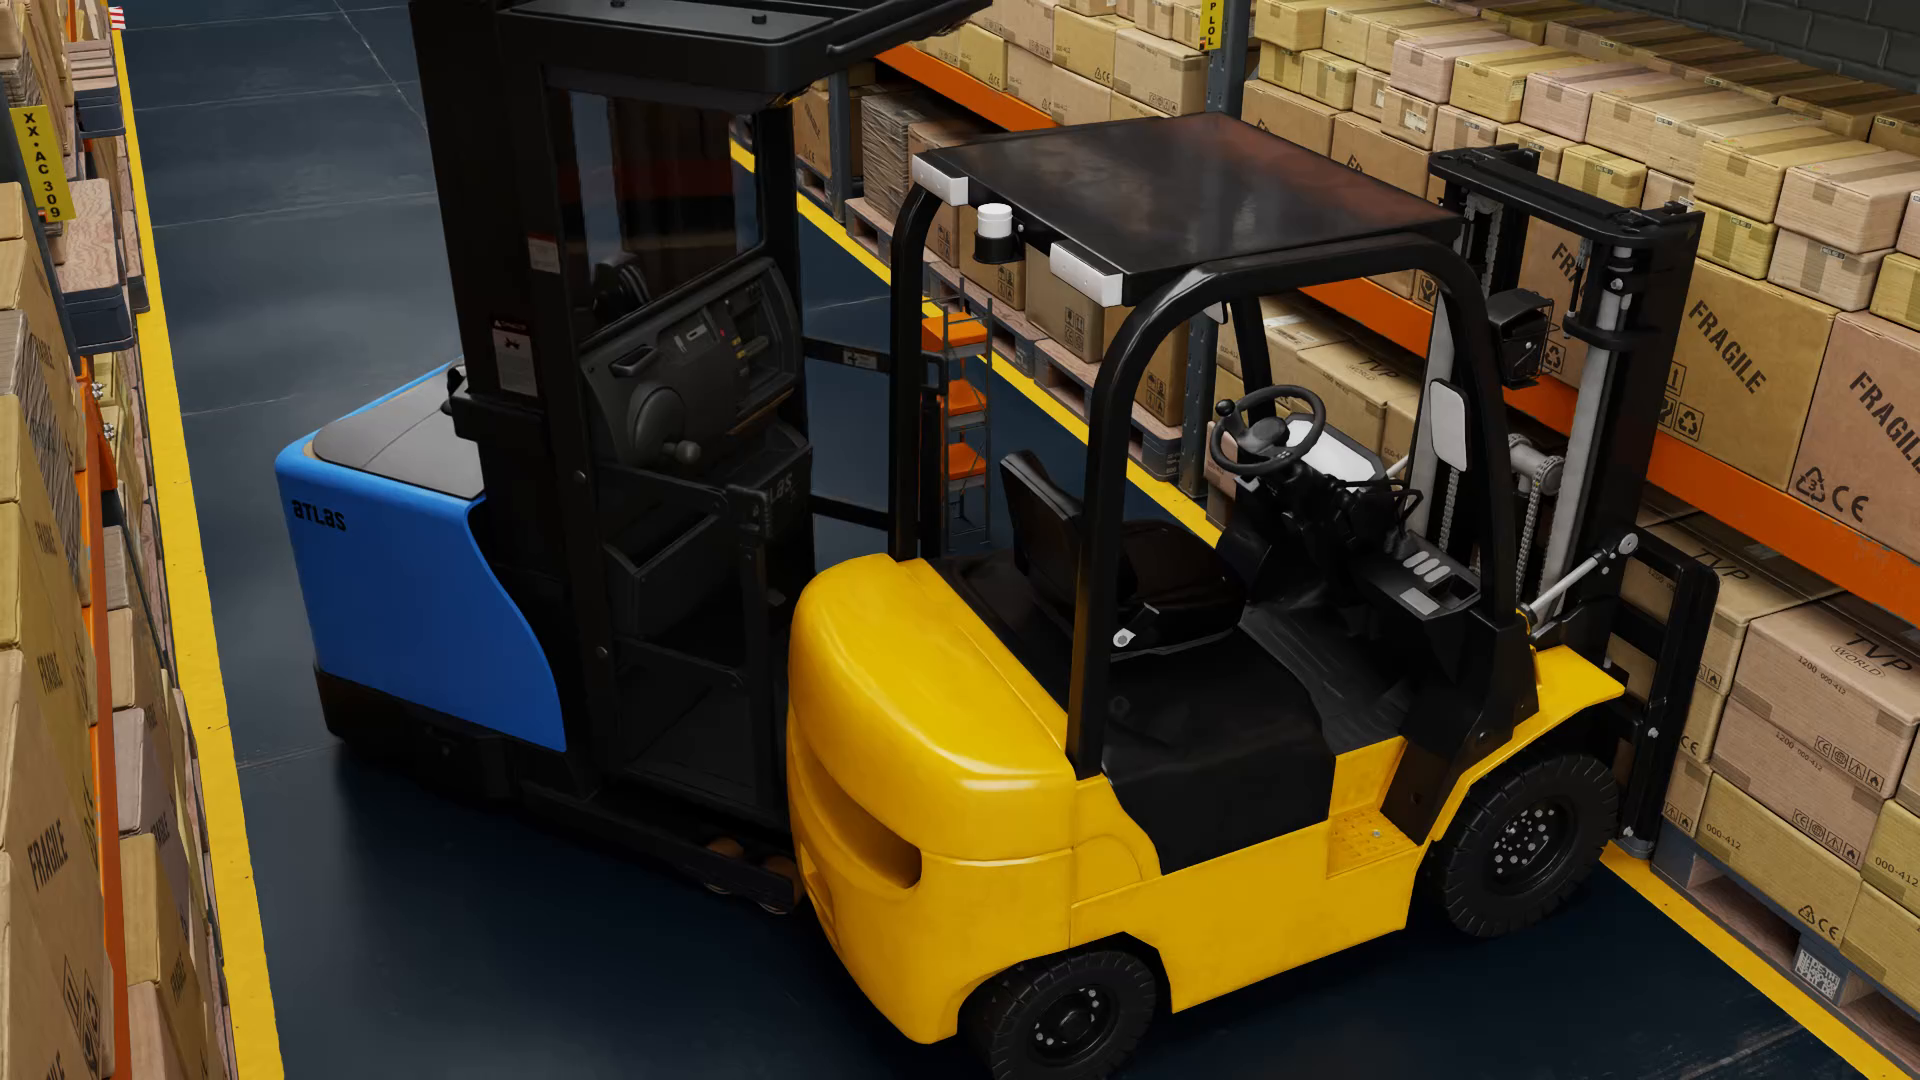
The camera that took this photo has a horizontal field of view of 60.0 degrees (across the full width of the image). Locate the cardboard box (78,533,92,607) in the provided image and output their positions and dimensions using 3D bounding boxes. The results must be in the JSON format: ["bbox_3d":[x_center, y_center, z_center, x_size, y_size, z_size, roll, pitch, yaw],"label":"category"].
[{"bbox_3d":[-2.218,0.075,3.807,0.380,0.149,0.250,-14,32,-23],"label":"cardboard box"}]

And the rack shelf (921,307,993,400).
[{"bbox_3d":[-0.023,-0.720,6.402,0.215,0.259,0.240,-13,32,-22],"label":"rack shelf"}]

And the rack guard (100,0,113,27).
[{"bbox_3d":[-8.232,-4.782,14.767,1.175,0.500,0.348,-13,32,-22],"label":"rack guard"}]

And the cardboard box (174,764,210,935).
[{"bbox_3d":[-2.336,0.893,4.473,0.500,0.250,0.500,-14,32,-23],"label":"cardboard box"}]

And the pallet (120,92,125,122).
[{"bbox_3d":[-6.760,-3.231,12.296,1.003,0.211,1.213,-13,32,-22],"label":"pallet"}]

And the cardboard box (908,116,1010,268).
[{"bbox_3d":[0.237,-1.954,9.166,0.875,0.625,0.625,-12,31,-20],"label":"cardboard box"}]

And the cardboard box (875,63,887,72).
[{"bbox_3d":[-0.427,-2.931,11.036,0.500,0.500,0.500,-13,32,-22],"label":"cardboard box"}]

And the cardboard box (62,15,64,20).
[{"bbox_3d":[-5.007,-2.755,8.749,0.500,0.250,0.500,-14,32,-23],"label":"cardboard box"}]

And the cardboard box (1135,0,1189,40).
[{"bbox_3d":[0.937,-2.146,6.745,0.380,0.149,0.250,-14,32,-23],"label":"cardboard box"}]

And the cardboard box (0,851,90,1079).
[{"bbox_3d":[-1.306,0.765,1.913,0.500,0.500,0.500,-14,32,-23],"label":"cardboard box"}]

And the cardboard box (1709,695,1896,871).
[{"bbox_3d":[2.432,0.587,4.507,0.500,0.250,0.500,-13,32,-22],"label":"cardboard box"}]

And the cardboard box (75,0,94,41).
[{"bbox_3d":[-6.166,-3.094,10.944,0.875,0.875,0.875,-12,31,-20],"label":"cardboard box"}]

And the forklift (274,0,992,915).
[{"bbox_3d":[-0.552,-0.493,4.632,3.031,2.935,1.130,14,32,23],"label":"forklift"}]

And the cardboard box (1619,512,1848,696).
[{"bbox_3d":[2.199,0.159,4.759,0.500,0.250,0.500,-13,32,-21],"label":"cardboard box"}]

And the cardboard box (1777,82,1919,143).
[{"bbox_3d":[2.539,-1.177,4.712,0.380,0.149,0.250,-13,32,-22],"label":"cardboard box"}]

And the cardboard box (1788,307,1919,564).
[{"bbox_3d":[2.466,-0.275,4.071,0.500,0.500,0.500,-12,31,-20],"label":"cardboard box"}]

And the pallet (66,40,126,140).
[{"bbox_3d":[-4.385,-1.952,7.360,1.213,0.211,1.003,-13,32,-22],"label":"pallet"}]

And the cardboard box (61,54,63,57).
[{"bbox_3d":[-4.004,-1.988,7.056,0.380,0.149,0.250,-15,32,-24],"label":"cardboard box"}]

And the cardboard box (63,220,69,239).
[{"bbox_3d":[-3.121,-1.057,5.396,0.380,0.149,0.250,-12,32,-21],"label":"cardboard box"}]

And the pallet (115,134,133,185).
[{"bbox_3d":[-6.105,-2.554,11.088,1.003,0.211,1.213,-13,32,-22],"label":"pallet"}]

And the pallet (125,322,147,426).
[{"bbox_3d":[-4.453,-0.766,7.901,1.003,0.211,1.213,-13,32,-22],"label":"pallet"}]

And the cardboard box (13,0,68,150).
[{"bbox_3d":[-3.428,-1.627,5.750,0.500,0.500,0.500,-13,32,-22],"label":"cardboard box"}]

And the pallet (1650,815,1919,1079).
[{"bbox_3d":[2.762,1.049,4.663,1.003,0.211,1.213,-13,32,-22],"label":"pallet"}]

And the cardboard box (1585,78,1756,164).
[{"bbox_3d":[2.028,-1.199,4.753,0.380,0.149,0.250,-13,32,-22],"label":"cardboard box"}]

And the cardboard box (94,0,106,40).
[{"bbox_3d":[-7.448,-4.255,13.461,0.875,0.438,0.875,-12,32,-21],"label":"cardboard box"}]

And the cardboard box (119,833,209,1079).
[{"bbox_3d":[-1.897,1.017,3.485,0.500,0.500,0.500,-12,32,-21],"label":"cardboard box"}]

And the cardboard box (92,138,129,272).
[{"bbox_3d":[-5.009,-1.907,8.827,0.875,0.875,0.875,-13,32,-22],"label":"cardboard box"}]

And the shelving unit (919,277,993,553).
[{"bbox_3d":[-0.023,-0.482,6.535,0.215,1.050,0.252,-13,32,-22],"label":"shelving unit"}]

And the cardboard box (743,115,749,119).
[{"bbox_3d":[-1.354,-3.286,11.669,0.500,0.500,0.500,-14,32,-24],"label":"cardboard box"}]

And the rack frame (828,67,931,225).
[{"bbox_3d":[-0.306,-3.372,9.697,1.000,3.000,0.127,-13,32,-22],"label":"rack frame"}]

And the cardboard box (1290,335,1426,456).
[{"bbox_3d":[1.546,-0.517,5.966,0.500,0.250,0.500,-13,32,-22],"label":"cardboard box"}]

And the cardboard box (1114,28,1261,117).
[{"bbox_3d":[0.969,-1.921,6.751,0.500,0.250,0.500,-14,32,-23],"label":"cardboard box"}]

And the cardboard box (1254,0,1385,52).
[{"bbox_3d":[1.280,-1.858,5.927,0.380,0.149,0.250,-12,32,-21],"label":"cardboard box"}]

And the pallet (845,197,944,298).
[{"bbox_3d":[0.012,-1.784,9.715,1.003,0.211,1.213,-13,32,-22],"label":"pallet"}]

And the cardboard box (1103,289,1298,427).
[{"bbox_3d":[1.177,-0.981,7.430,0.875,0.625,0.625,-12,31,-20],"label":"cardboard box"}]

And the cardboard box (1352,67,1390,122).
[{"bbox_3d":[1.560,-1.512,5.615,0.380,0.149,0.250,-13,32,-22],"label":"cardboard box"}]

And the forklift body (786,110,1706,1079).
[{"bbox_3d":[0.667,0.078,4.413,2.313,2.155,1.214,-13,32,-22],"label":"forklift body"}]

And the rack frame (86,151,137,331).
[{"bbox_3d":[-4.787,-2.328,7.835,1.000,3.000,0.127,-13,32,-22],"label":"rack frame"}]

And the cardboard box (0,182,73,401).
[{"bbox_3d":[-2.655,-0.590,4.330,0.500,0.500,0.500,-14,32,-23],"label":"cardboard box"}]

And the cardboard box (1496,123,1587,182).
[{"bbox_3d":[1.834,-1.164,4.994,0.380,0.149,0.250,-14,32,-24],"label":"cardboard box"}]

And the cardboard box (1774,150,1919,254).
[{"bbox_3d":[2.262,-0.838,4.108,0.380,0.149,0.250,-12,32,-21],"label":"cardboard box"}]

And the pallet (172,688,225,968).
[{"bbox_3d":[-2.750,0.944,4.850,1.003,0.211,1.213,-13,32,-22],"label":"pallet"}]

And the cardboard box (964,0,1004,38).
[{"bbox_3d":[0.328,-2.601,7.963,0.500,0.250,0.500,-13,32,-21],"label":"cardboard box"}]

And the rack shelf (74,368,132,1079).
[{"bbox_3d":[-2.212,0.636,3.284,1.077,0.370,4.000,-13,32,-22],"label":"rack shelf"}]

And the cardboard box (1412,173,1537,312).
[{"bbox_3d":[1.823,-0.948,5.271,0.500,0.500,0.500,-13,32,-22],"label":"cardboard box"}]

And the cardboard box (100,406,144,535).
[{"bbox_3d":[-3.609,-0.146,6.201,0.950,0.372,0.625,-11,31,-19],"label":"cardboard box"}]

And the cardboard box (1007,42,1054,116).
[{"bbox_3d":[0.552,-2.154,7.678,0.500,0.250,0.500,-13,32,-22],"label":"cardboard box"}]

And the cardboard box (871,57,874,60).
[{"bbox_3d":[-0.517,-3.260,10.959,0.380,0.149,0.250,-13,32,-21],"label":"cardboard box"}]

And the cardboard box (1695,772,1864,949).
[{"bbox_3d":[2.436,0.815,4.611,0.500,0.250,0.500,-13,32,-22],"label":"cardboard box"}]

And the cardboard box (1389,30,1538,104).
[{"bbox_3d":[1.609,-1.516,5.316,0.380,0.149,0.250,-12,32,-21],"label":"cardboard box"}]

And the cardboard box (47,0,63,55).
[{"bbox_3d":[-4.109,-2.316,6.978,0.500,0.500,0.500,-14,32,-23],"label":"cardboard box"}]

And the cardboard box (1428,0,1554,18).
[{"bbox_3d":[1.891,-1.864,5.938,0.380,0.149,0.250,-14,32,-23],"label":"cardboard box"}]

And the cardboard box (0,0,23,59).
[{"bbox_3d":[-2.953,-1.483,4.828,0.380,0.149,0.250,-13,32,-22],"label":"cardboard box"}]

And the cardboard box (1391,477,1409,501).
[{"bbox_3d":[1.763,-0.082,5.700,0.500,0.250,0.500,-13,32,-22],"label":"cardboard box"}]

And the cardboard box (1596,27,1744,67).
[{"bbox_3d":[2.274,-1.534,5.349,0.380,0.149,0.250,-14,32,-23],"label":"cardboard box"}]

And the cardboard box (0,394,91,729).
[{"bbox_3d":[-1.977,0.089,3.118,0.500,0.500,0.500,-14,32,-23],"label":"cardboard box"}]

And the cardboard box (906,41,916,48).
[{"bbox_3d":[-0.125,-2.836,8.894,0.500,0.250,0.500,-14,32,-23],"label":"cardboard box"}]

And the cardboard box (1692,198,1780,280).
[{"bbox_3d":[2.154,-0.820,4.381,0.380,0.149,0.250,-13,32,-22],"label":"cardboard box"}]

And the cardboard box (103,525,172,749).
[{"bbox_3d":[-2.574,0.333,4.705,0.500,0.500,0.500,-14,32,-23],"label":"cardboard box"}]
